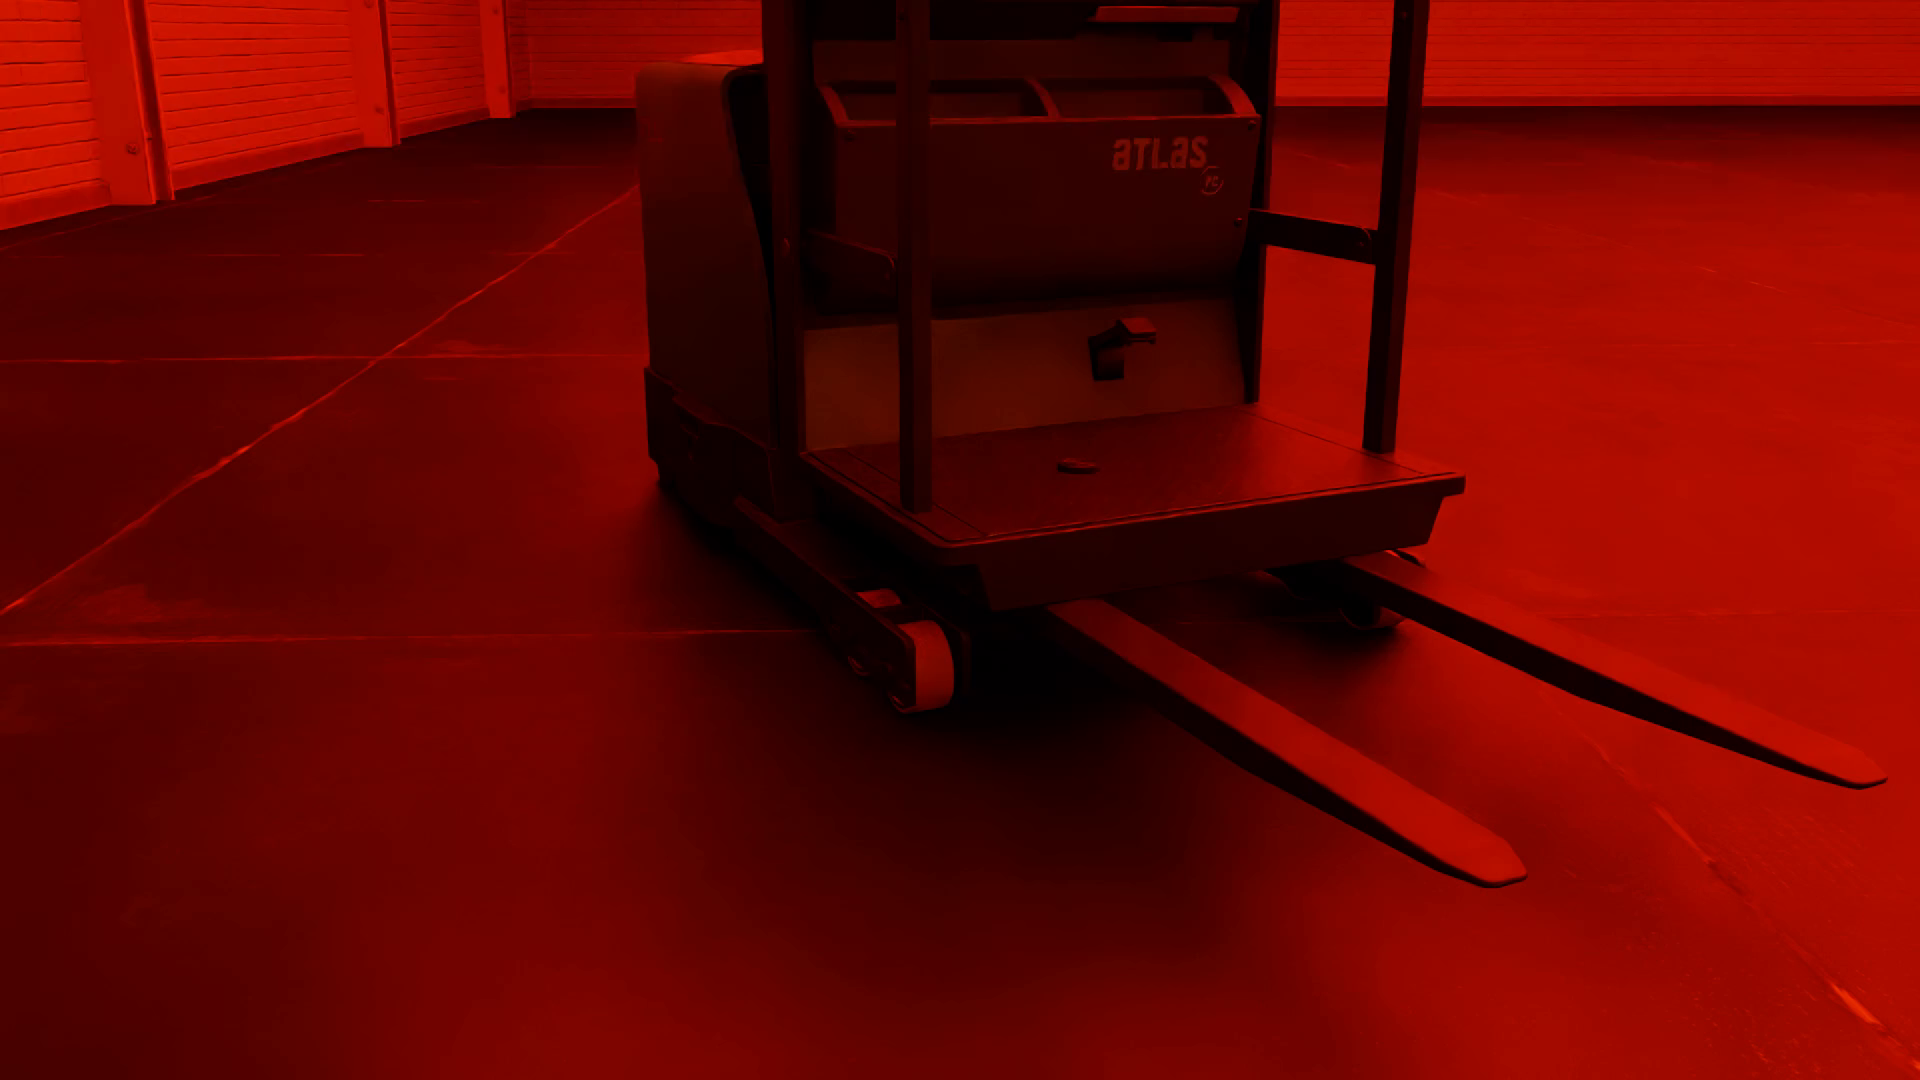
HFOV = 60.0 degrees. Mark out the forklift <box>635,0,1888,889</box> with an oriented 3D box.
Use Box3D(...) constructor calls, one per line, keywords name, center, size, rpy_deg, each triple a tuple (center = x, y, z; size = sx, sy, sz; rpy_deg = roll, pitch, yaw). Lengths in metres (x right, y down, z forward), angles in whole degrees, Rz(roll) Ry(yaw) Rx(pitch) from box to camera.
Box3D(name="forklift", center=(0.258, -1.240, 2.962), size=(1.130, 2.935, 3.031), rpy_deg=(-8, 19, -24))
